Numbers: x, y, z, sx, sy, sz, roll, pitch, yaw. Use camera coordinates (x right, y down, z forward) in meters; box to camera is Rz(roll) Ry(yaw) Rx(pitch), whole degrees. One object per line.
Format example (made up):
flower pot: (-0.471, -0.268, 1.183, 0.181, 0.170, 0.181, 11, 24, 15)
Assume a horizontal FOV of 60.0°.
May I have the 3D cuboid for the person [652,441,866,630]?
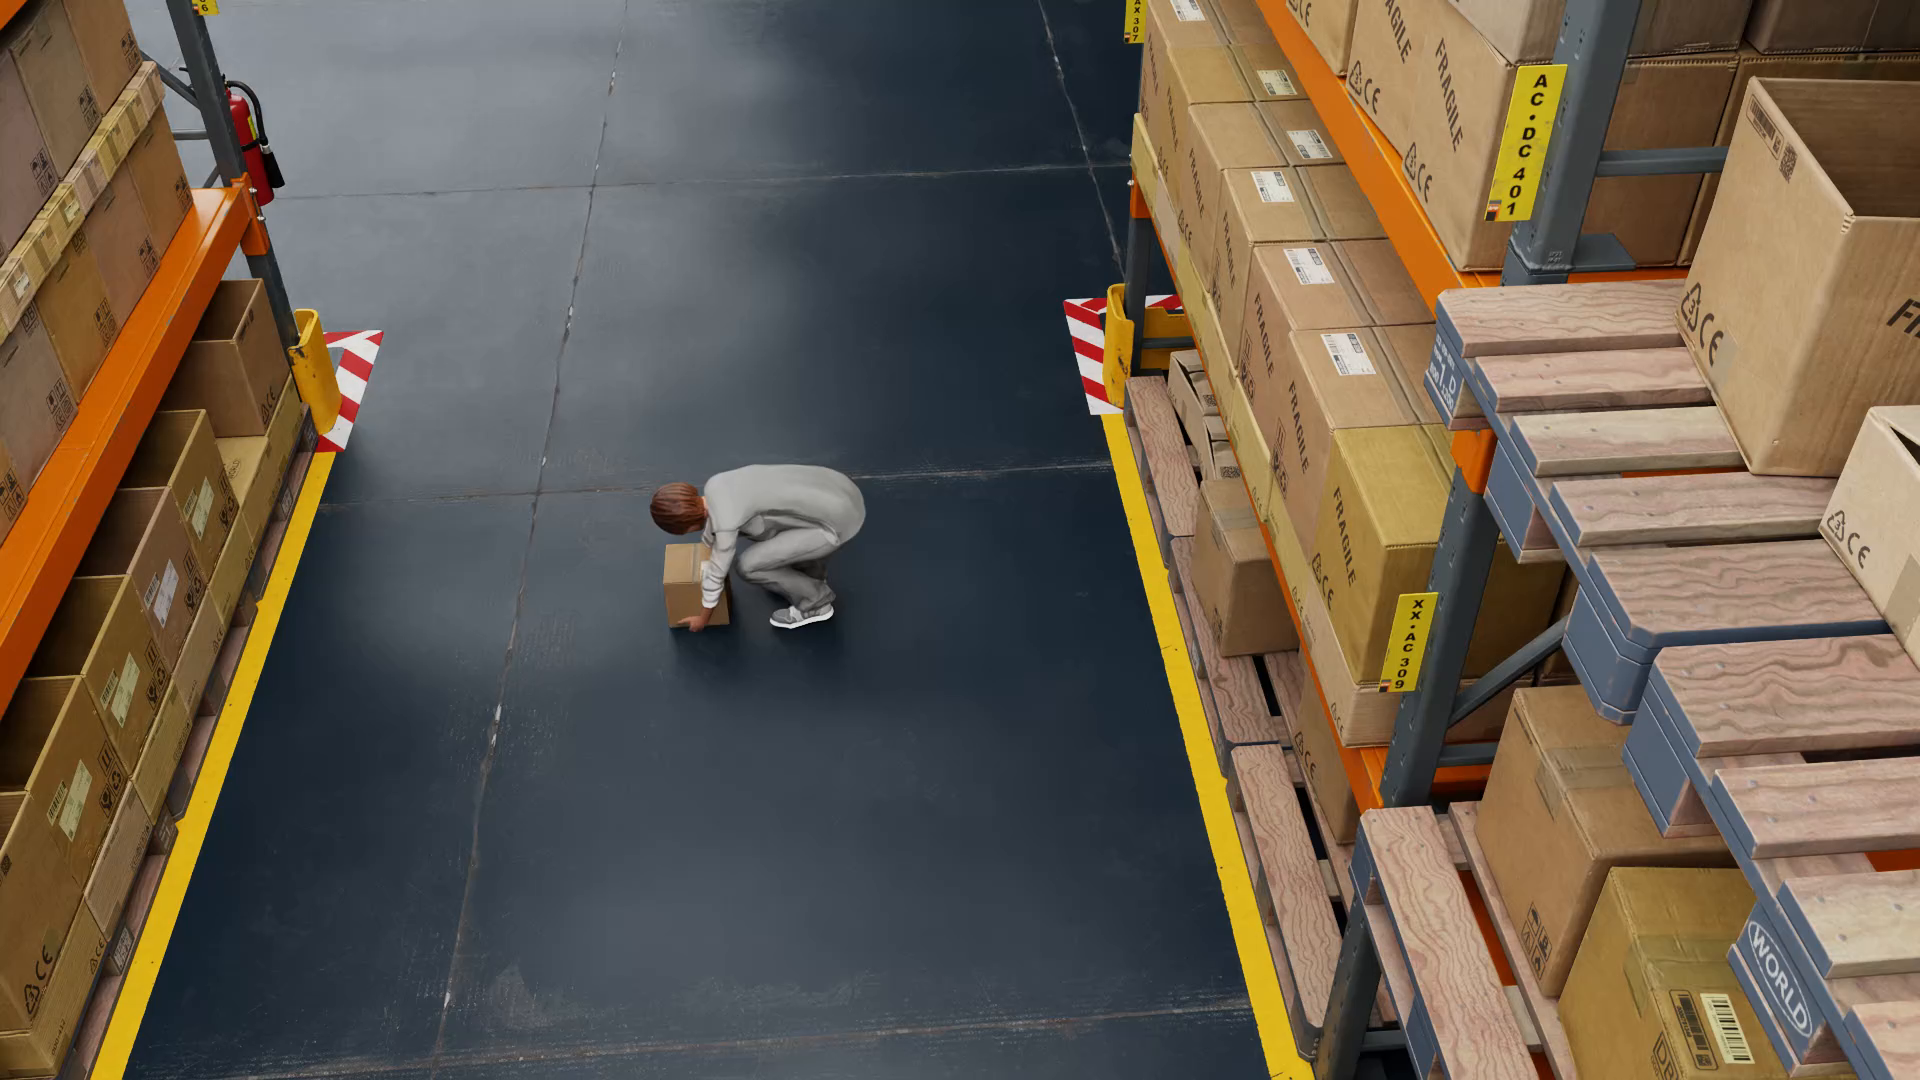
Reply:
person: (-0.811, -0.016, 6.833, 0.867, 0.799, 0.428, -5, 40, -6)
